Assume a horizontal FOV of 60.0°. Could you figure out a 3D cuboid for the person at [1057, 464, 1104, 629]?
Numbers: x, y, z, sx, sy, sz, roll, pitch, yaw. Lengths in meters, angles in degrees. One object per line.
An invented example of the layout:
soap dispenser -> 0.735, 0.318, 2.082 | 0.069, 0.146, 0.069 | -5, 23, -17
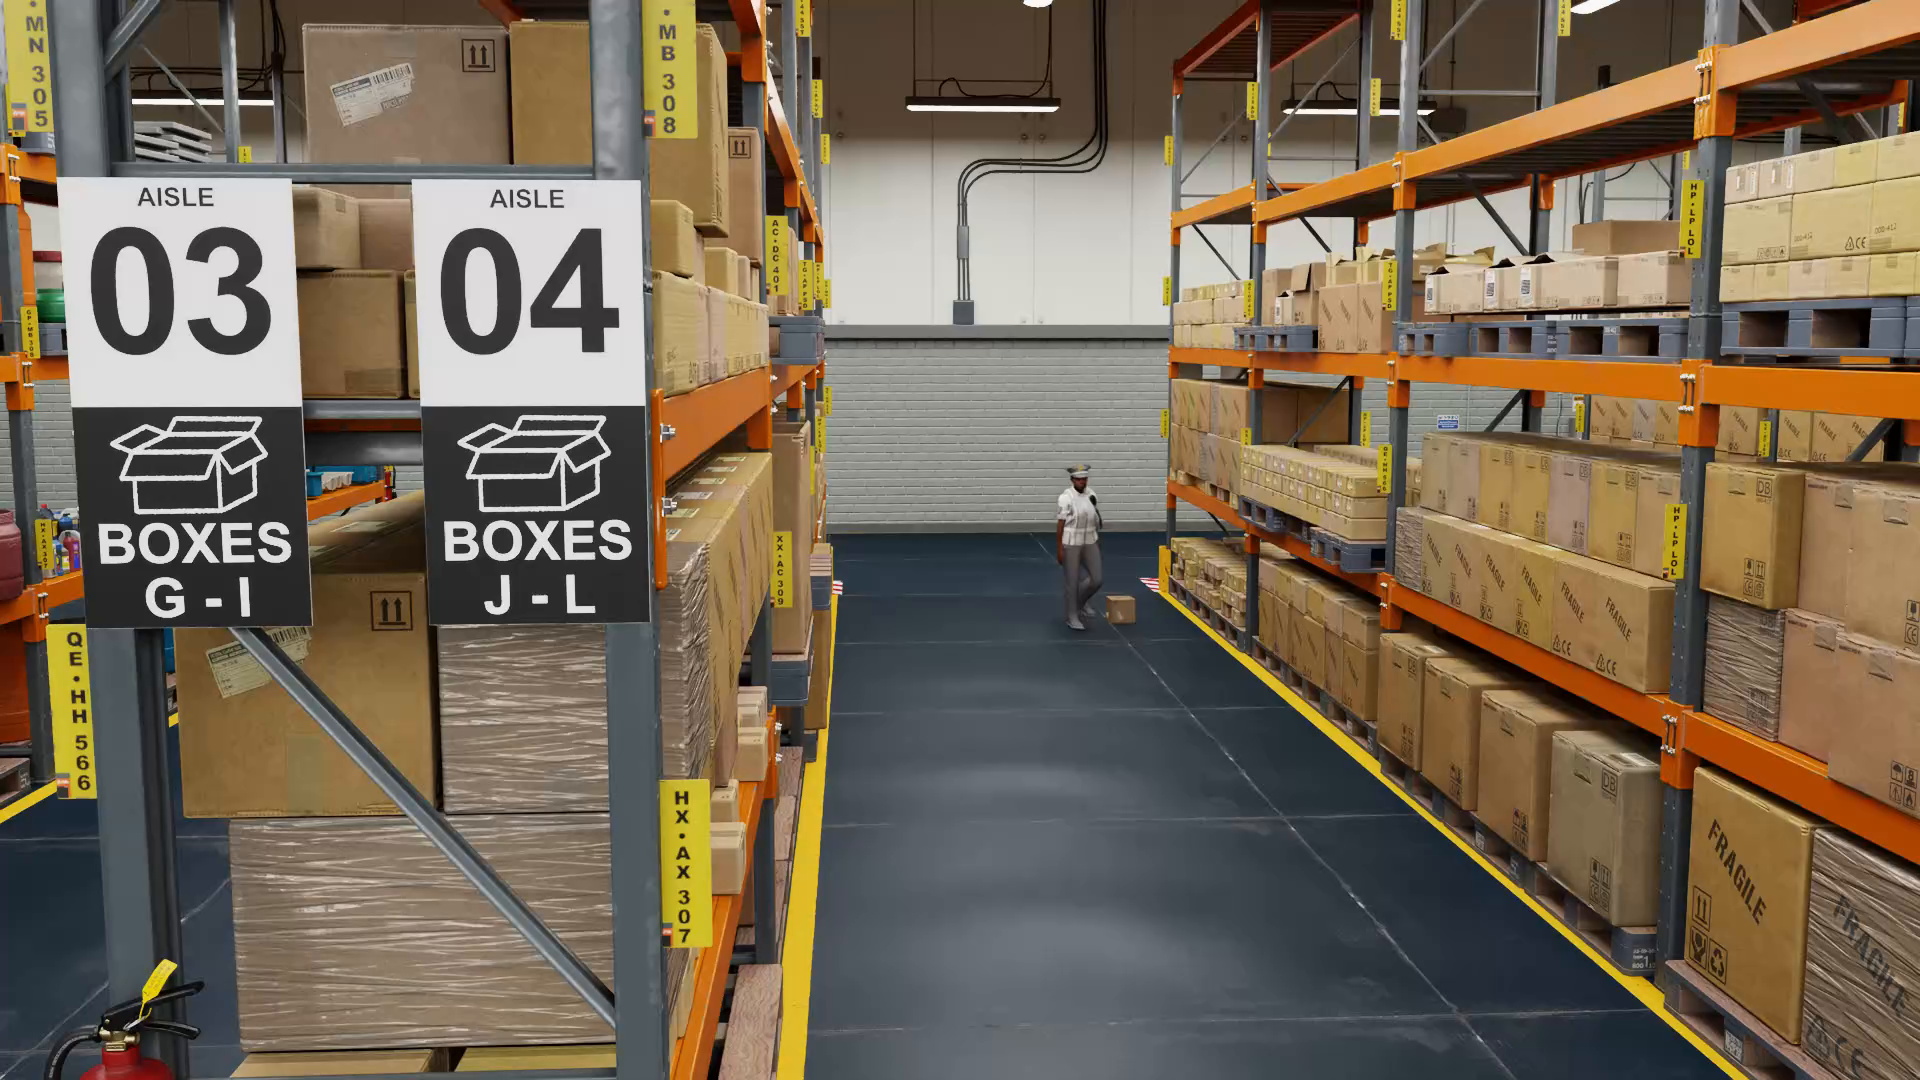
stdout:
person -> 1.187, 0.053, 16.698 | 0.522, 1.672, 0.481 | -3, 8, -25
